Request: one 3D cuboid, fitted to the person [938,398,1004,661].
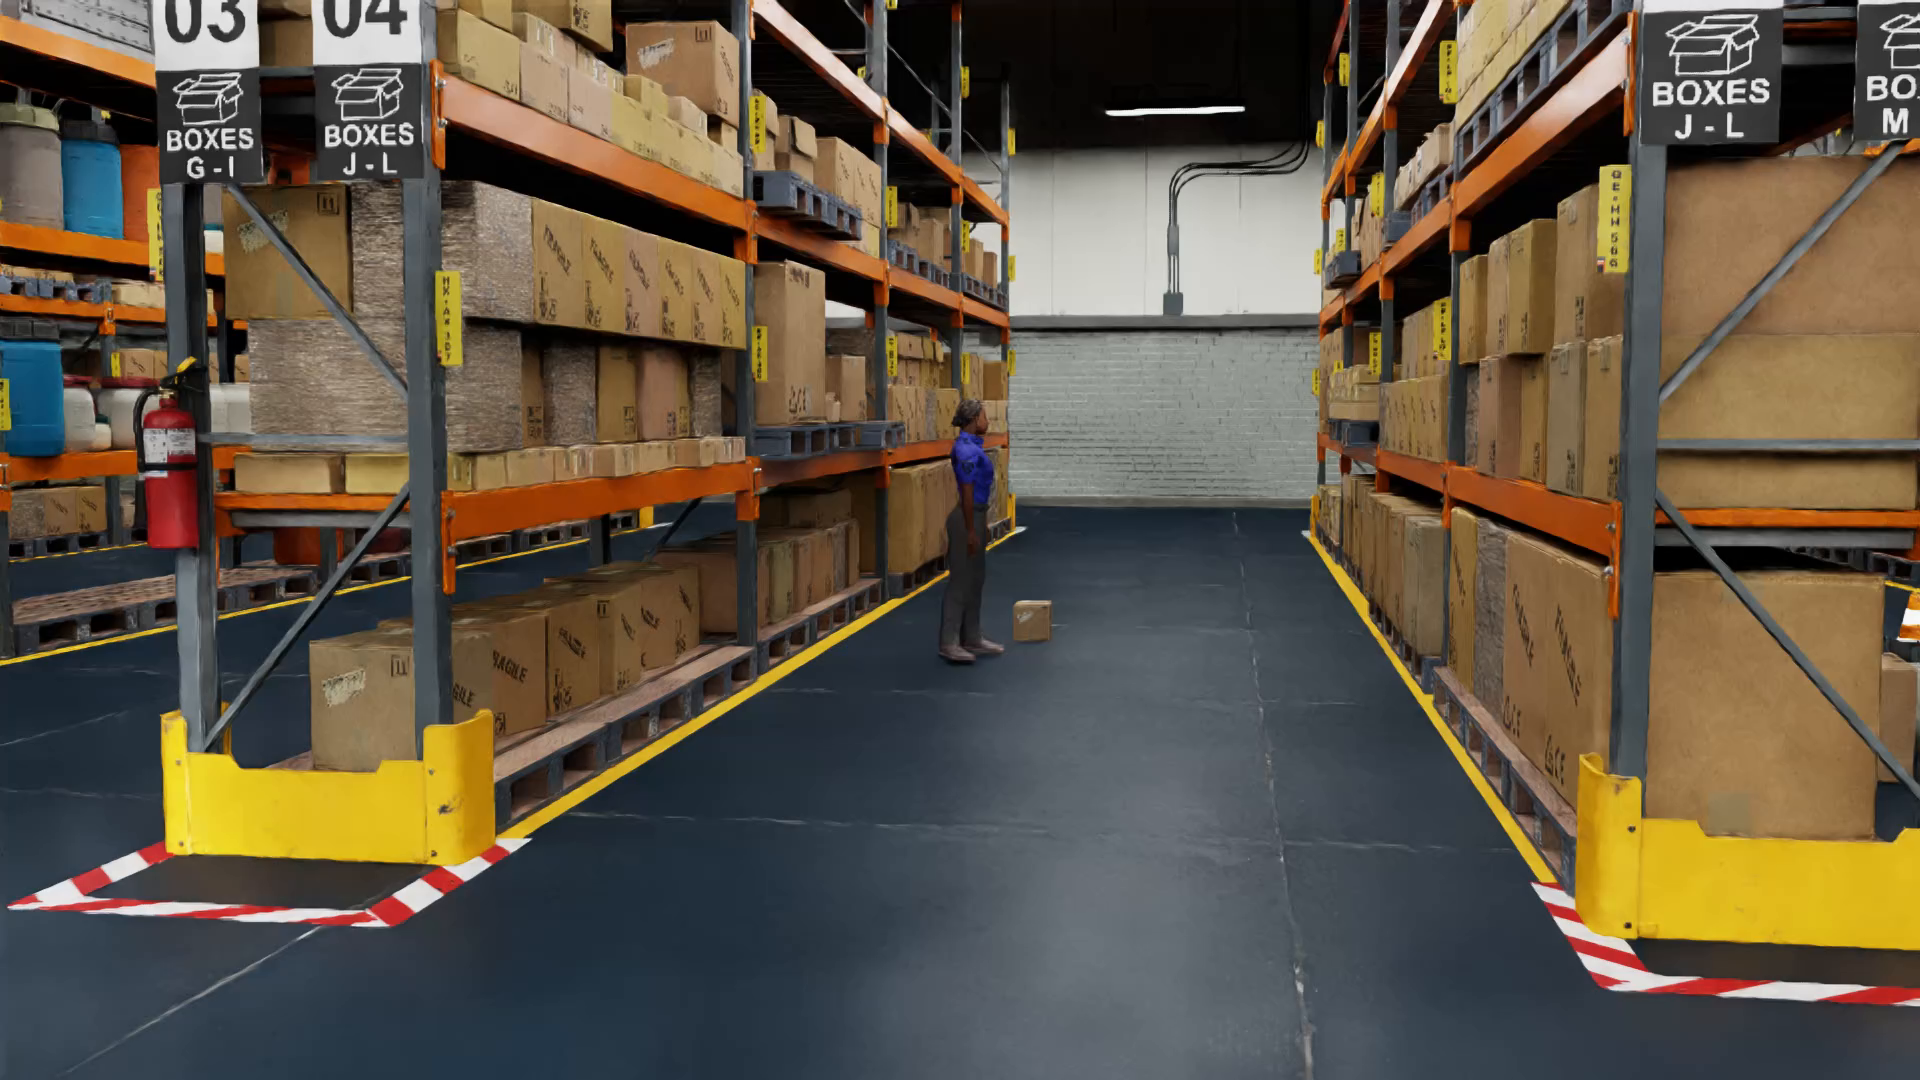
[{"bbox_3d":[0.073,-0.080,10.720,0.427,1.664,0.601,0,5,2],"label":"person"}]
